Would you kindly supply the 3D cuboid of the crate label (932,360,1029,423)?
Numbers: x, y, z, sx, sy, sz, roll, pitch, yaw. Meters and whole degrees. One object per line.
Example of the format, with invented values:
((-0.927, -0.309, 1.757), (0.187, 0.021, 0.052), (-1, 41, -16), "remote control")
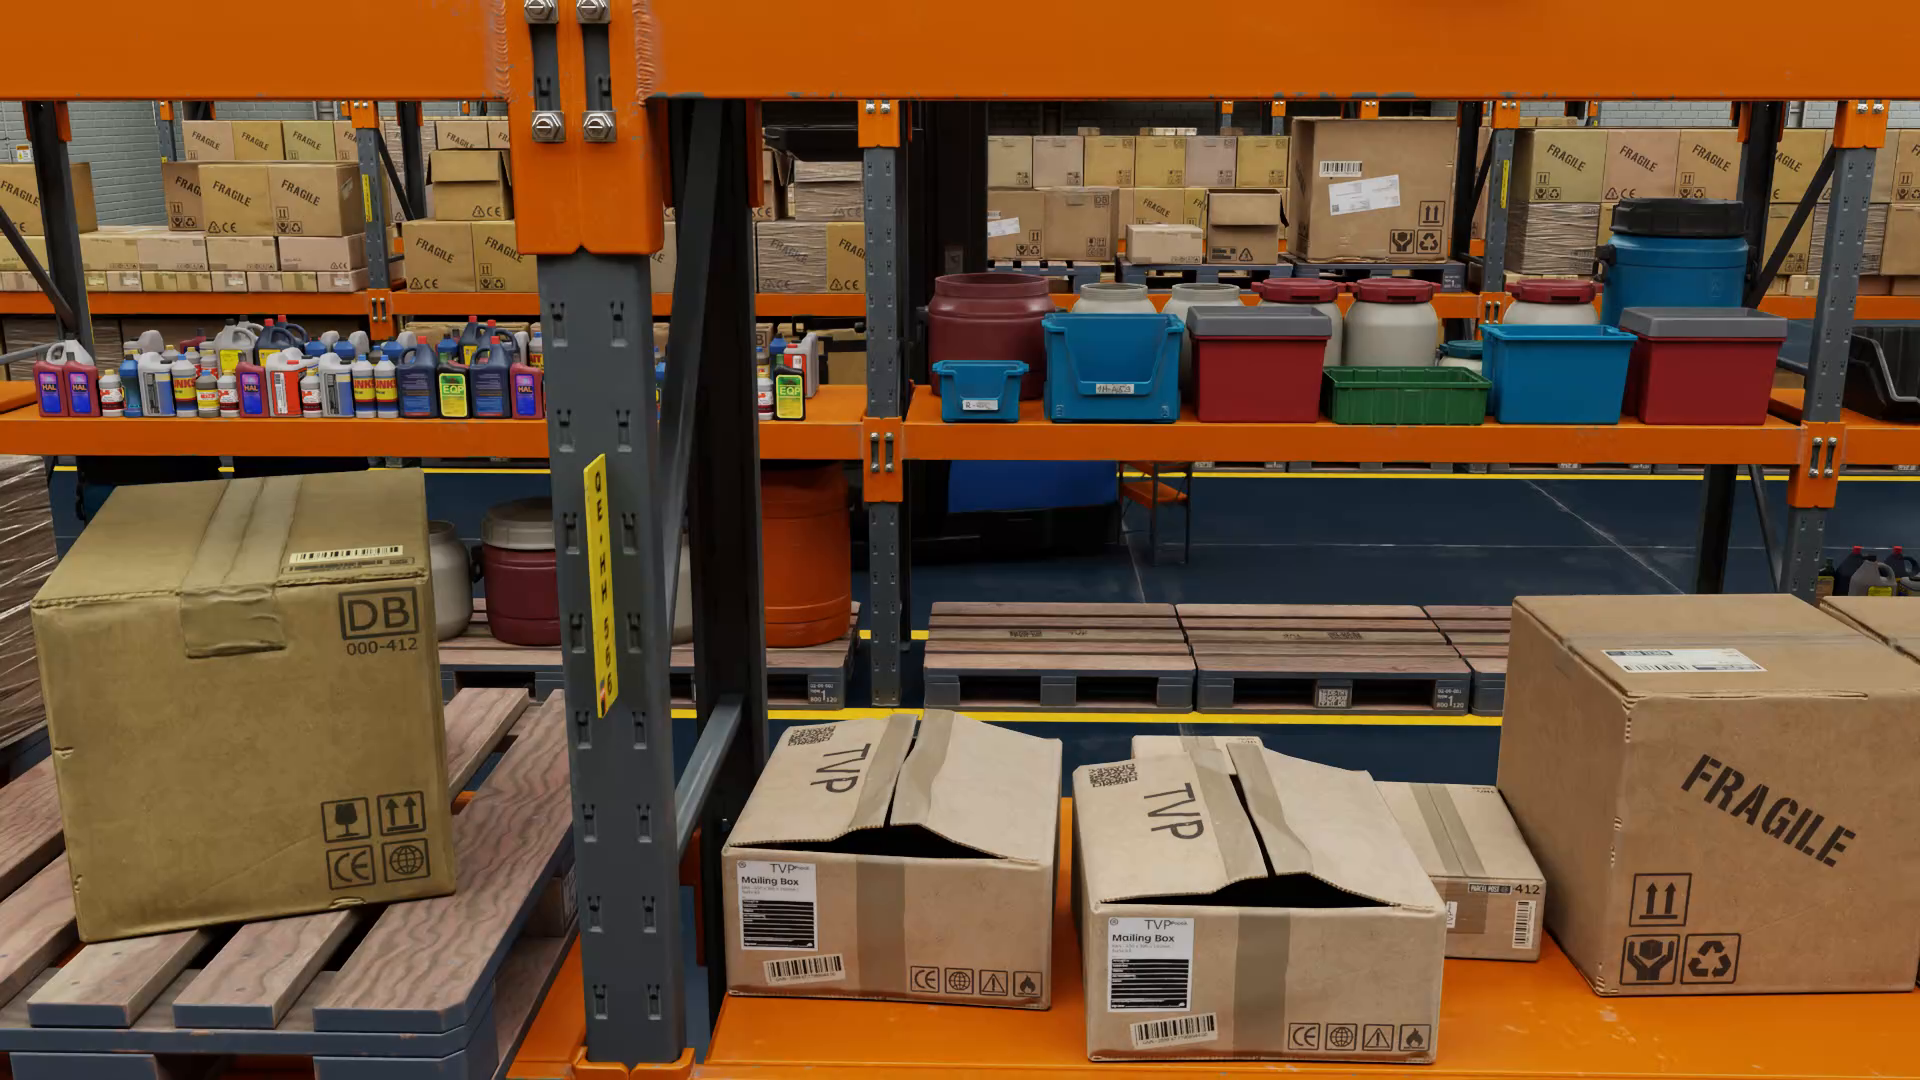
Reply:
((0.089, -0.642, 7.222), (0.416, 0.233, 0.303), (0, 15, 1), "crate label")

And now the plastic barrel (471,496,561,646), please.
((-1.941, 0.135, 7.851), (0.708, 0.588, 0.600), (0, 15, 1), "plastic barrel")

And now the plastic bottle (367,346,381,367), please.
((-2.798, -0.831, 7.999), (0.097, 0.201, 0.097), (0, 15, 0), "plastic bottle")

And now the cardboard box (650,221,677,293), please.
((-2.221, -2.084, 12.162), (0.500, 0.500, 0.500), (1, 15, 2), "cardboard box")

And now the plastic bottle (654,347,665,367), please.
((-1.458, -0.822, 7.966), (0.097, 0.201, 0.097), (0, 15, 0), "plastic bottle")

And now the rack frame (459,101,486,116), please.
((-7.817, -5.930, 26.936), (0.127, 3.000, 1.000), (0, 15, 1), "rack frame")

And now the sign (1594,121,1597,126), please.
((8.021, -5.131, 21.019), (0.005, 0.325, 0.100), (0, 15, 1), "sign")

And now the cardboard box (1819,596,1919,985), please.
((1.752, 0.404, 2.735), (0.500, 0.500, 0.500), (0, 15, 2), "cardboard box")

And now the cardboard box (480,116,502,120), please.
((-6.043, -5.416, 21.559), (0.250, 0.149, 0.380), (0, 15, 0), "cardboard box")

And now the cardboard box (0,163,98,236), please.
((-6.702, -2.494, 12.152), (0.500, 0.500, 0.500), (0, 15, 0), "cardboard box")

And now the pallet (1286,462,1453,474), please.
((3.025, -0.715, 12.636), (1.213, 0.211, 1.003), (0, 15, 1), "pallet")

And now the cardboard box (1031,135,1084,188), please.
((0.986, -3.872, 16.981), (0.500, 0.500, 0.700), (0, 15, 1), "cardboard box")

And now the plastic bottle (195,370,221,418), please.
((-3.290, -0.641, 7.277), (0.097, 0.201, 0.097), (0, 15, 0), "plastic bottle")

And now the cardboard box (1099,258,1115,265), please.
((2.118, -3.529, 22.164), (0.625, 0.372, 0.950), (1, 15, 3), "cardboard box")

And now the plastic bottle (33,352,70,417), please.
((-3.965, -0.680, 7.266), (0.133, 0.283, 0.061), (0, 15, 1), "plastic bottle")

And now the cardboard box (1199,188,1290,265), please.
((2.068, -2.299, 12.149), (0.637, 0.503, 0.797), (2, 15, 7), "cardboard box")

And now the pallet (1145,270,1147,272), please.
((3.442, -4.498, 26.976), (1.213, 0.211, 1.003), (0, 15, 1), "pallet")

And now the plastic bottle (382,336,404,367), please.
((-2.668, -0.825, 7.840), (0.097, 0.271, 0.097), (0, 15, 0), "plastic bottle")

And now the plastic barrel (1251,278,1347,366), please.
((1.560, -0.931, 7.722), (0.433, 0.535, 0.433), (0, 15, 0), "plastic barrel")

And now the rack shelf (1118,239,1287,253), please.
((2.031, -2.988, 17.196), (4.000, 0.370, 1.077), (0, 15, 1), "rack shelf")

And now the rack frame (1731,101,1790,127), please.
((8.029, -3.297, 16.956), (0.127, 3.000, 1.000), (0, 15, 1), "rack frame")

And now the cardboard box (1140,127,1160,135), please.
((2.506, -5.369, 21.935), (0.250, 0.149, 0.380), (1, 15, 5), "cardboard box")

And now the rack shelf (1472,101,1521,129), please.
((5.802, -3.148, 11.922), (4.000, 0.370, 1.077), (0, 15, 1), "rack shelf")

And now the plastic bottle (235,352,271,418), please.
((-3.077, -0.674, 7.244), (0.133, 0.283, 0.061), (0, 15, 1), "plastic bottle")

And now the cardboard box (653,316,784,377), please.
((-1.776, -1.278, 12.645), (0.875, 0.875, 1.225), (0, 15, 2), "cardboard box")

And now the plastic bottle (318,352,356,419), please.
((-2.710, -0.680, 7.280), (0.135, 0.276, 0.152), (0, 15, 1), "plastic bottle")

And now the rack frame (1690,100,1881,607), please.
((3.676, -0.795, 7.475), (0.127, 3.000, 1.000), (0, 15, 1), "rack frame")

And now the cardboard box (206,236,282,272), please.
((-5.160, -2.121, 12.209), (0.500, 0.250, 0.500), (1, 15, 3), "cardboard box")

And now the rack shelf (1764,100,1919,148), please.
((5.676, -1.885, 7.135), (4.000, 0.370, 1.077), (0, 15, 1), "rack shelf")

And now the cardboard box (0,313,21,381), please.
((-7.551, -1.329, 12.838), (0.875, 0.875, 0.875), (0, 15, 1), "cardboard box")

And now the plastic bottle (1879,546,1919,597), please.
((4.519, 0.205, 8.015), (0.185, 0.351, 0.144), (0, 15, -1), "plastic bottle")

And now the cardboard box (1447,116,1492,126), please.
((6.520, -5.165, 21.299), (0.500, 0.500, 0.700), (0, 15, 1), "cardboard box")

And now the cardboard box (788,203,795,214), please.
((-1.755, -3.326, 16.736), (0.250, 0.149, 0.380), (1, 15, 3), "cardboard box")

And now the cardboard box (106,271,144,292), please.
((-6.047, -1.918, 12.222), (0.250, 0.149, 0.380), (1, 15, 2), "cardboard box")

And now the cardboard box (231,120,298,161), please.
((-7.019, -4.004, 16.898), (0.500, 0.500, 0.500), (1, 15, 3), "cardboard box")

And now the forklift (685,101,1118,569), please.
((-0.616, -1.384, 9.841), (3.031, 2.935, 1.130), (-3, 15, -11), "forklift")

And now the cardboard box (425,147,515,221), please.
((-3.556, -2.642, 12.312), (0.637, 0.503, 0.797), (0, 15, 0), "cardboard box")

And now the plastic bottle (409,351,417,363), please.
((-2.397, -0.705, 7.386), (0.097, 0.271, 0.097), (0, 15, 0), "plastic bottle")

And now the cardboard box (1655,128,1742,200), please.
((5.246, -2.660, 11.804), (0.500, 0.500, 0.500), (0, 15, 1), "cardboard box")

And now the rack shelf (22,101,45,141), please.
((-6.320, -1.963, 7.431), (4.000, 0.370, 1.077), (0, 15, 1), "rack shelf")

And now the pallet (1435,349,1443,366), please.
((4.789, -1.950, 17.316), (1.213, 0.211, 1.003), (0, 15, 1), "pallet")

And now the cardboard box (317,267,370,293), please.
((-4.508, -1.908, 12.183), (0.250, 0.149, 0.380), (0, 15, 2), "cardboard box")

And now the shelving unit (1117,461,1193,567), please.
((1.158, -0.494, 9.860), (0.258, 1.200, 0.503), (-5, 16, -18), "shelving unit")

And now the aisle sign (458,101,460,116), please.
((-7.893, -7.112, 26.322), (0.004, 0.787, 0.394), (0, 15, 1), "aisle sign")

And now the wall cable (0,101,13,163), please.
((-13.553, -5.548, 23.496), (0.122, 1.984, 0.588), (0, 15, 1), "wall cable")

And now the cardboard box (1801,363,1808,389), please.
((6.579, -1.030, 12.442), (0.500, 0.500, 0.500), (4, 15, 16), "cardboard box")

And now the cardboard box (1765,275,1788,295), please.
((5.761, -1.863, 12.012), (0.250, 0.149, 0.380), (0, 15, 1), "cardboard box")

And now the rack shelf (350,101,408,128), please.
((-6.194, -3.226, 12.219), (4.000, 0.370, 1.077), (0, 15, 1), "rack shelf")

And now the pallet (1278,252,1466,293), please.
((3.043, -2.008, 12.447), (1.213, 0.211, 1.003), (0, 15, 1), "pallet")

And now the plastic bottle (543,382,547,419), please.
((-1.764, -0.631, 7.240), (0.097, 0.201, 0.097), (0, 15, 0), "plastic bottle")

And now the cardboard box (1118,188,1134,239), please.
((1.486, -3.319, 16.846), (0.500, 0.500, 0.500), (0, 15, 1), "cardboard box")

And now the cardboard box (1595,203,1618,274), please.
((4.750, -2.220, 12.095), (0.500, 0.500, 0.875), (0, 15, 1), "cardboard box")

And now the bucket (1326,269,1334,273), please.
((4.226, -3.062, 19.503), (0.620, 0.611, 0.726), (-5, 12, 23), "bucket")

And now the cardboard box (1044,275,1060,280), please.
((0.638, -2.437, 17.285), (0.750, 0.750, 1.050), (0, 15, 1), "cardboard box")

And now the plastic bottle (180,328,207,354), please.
((-3.686, -0.881, 8.029), (0.133, 0.283, 0.061), (0, 15, 1), "plastic bottle")
